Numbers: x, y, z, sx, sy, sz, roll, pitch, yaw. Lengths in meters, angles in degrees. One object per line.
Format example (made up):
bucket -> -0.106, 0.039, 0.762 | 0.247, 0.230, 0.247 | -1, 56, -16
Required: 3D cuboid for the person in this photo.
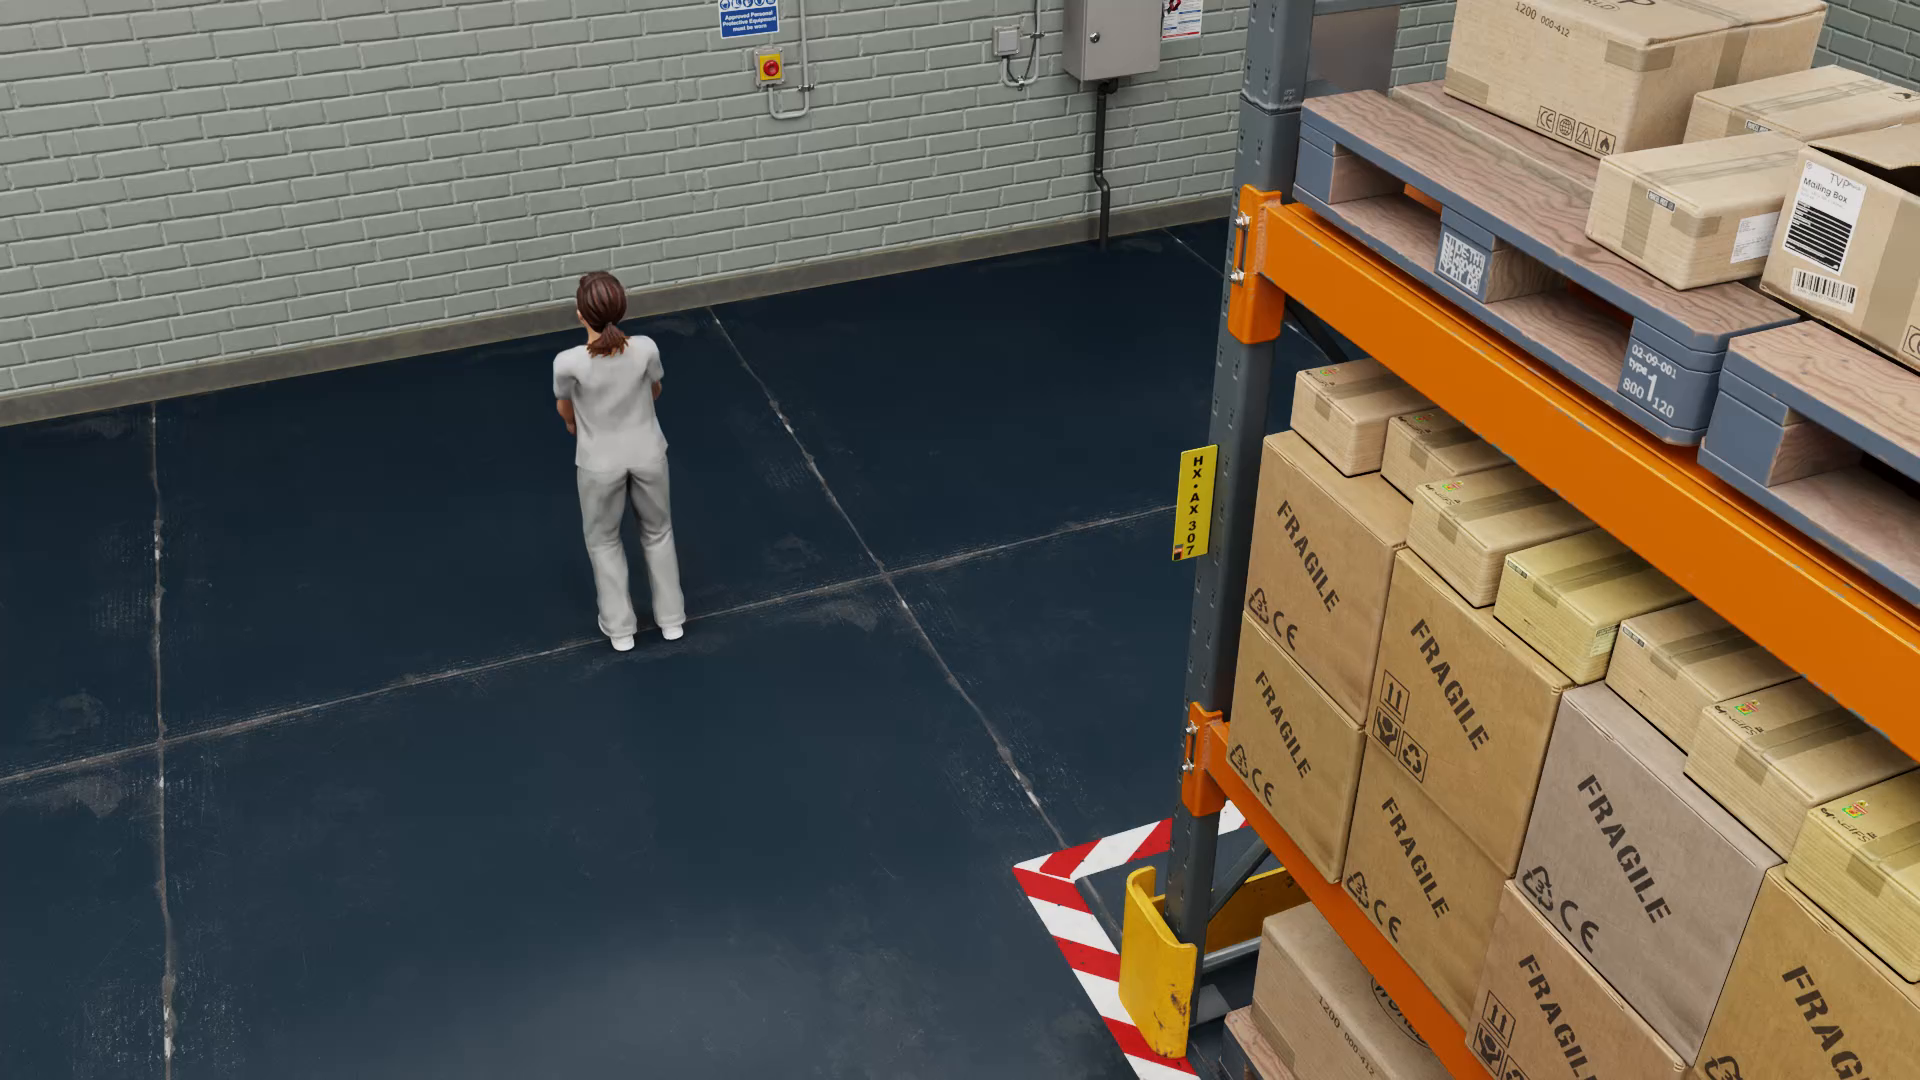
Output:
person -> -1.376, -0.340, 6.666 | 0.431, 1.666, 0.545 | -13, 36, -19
